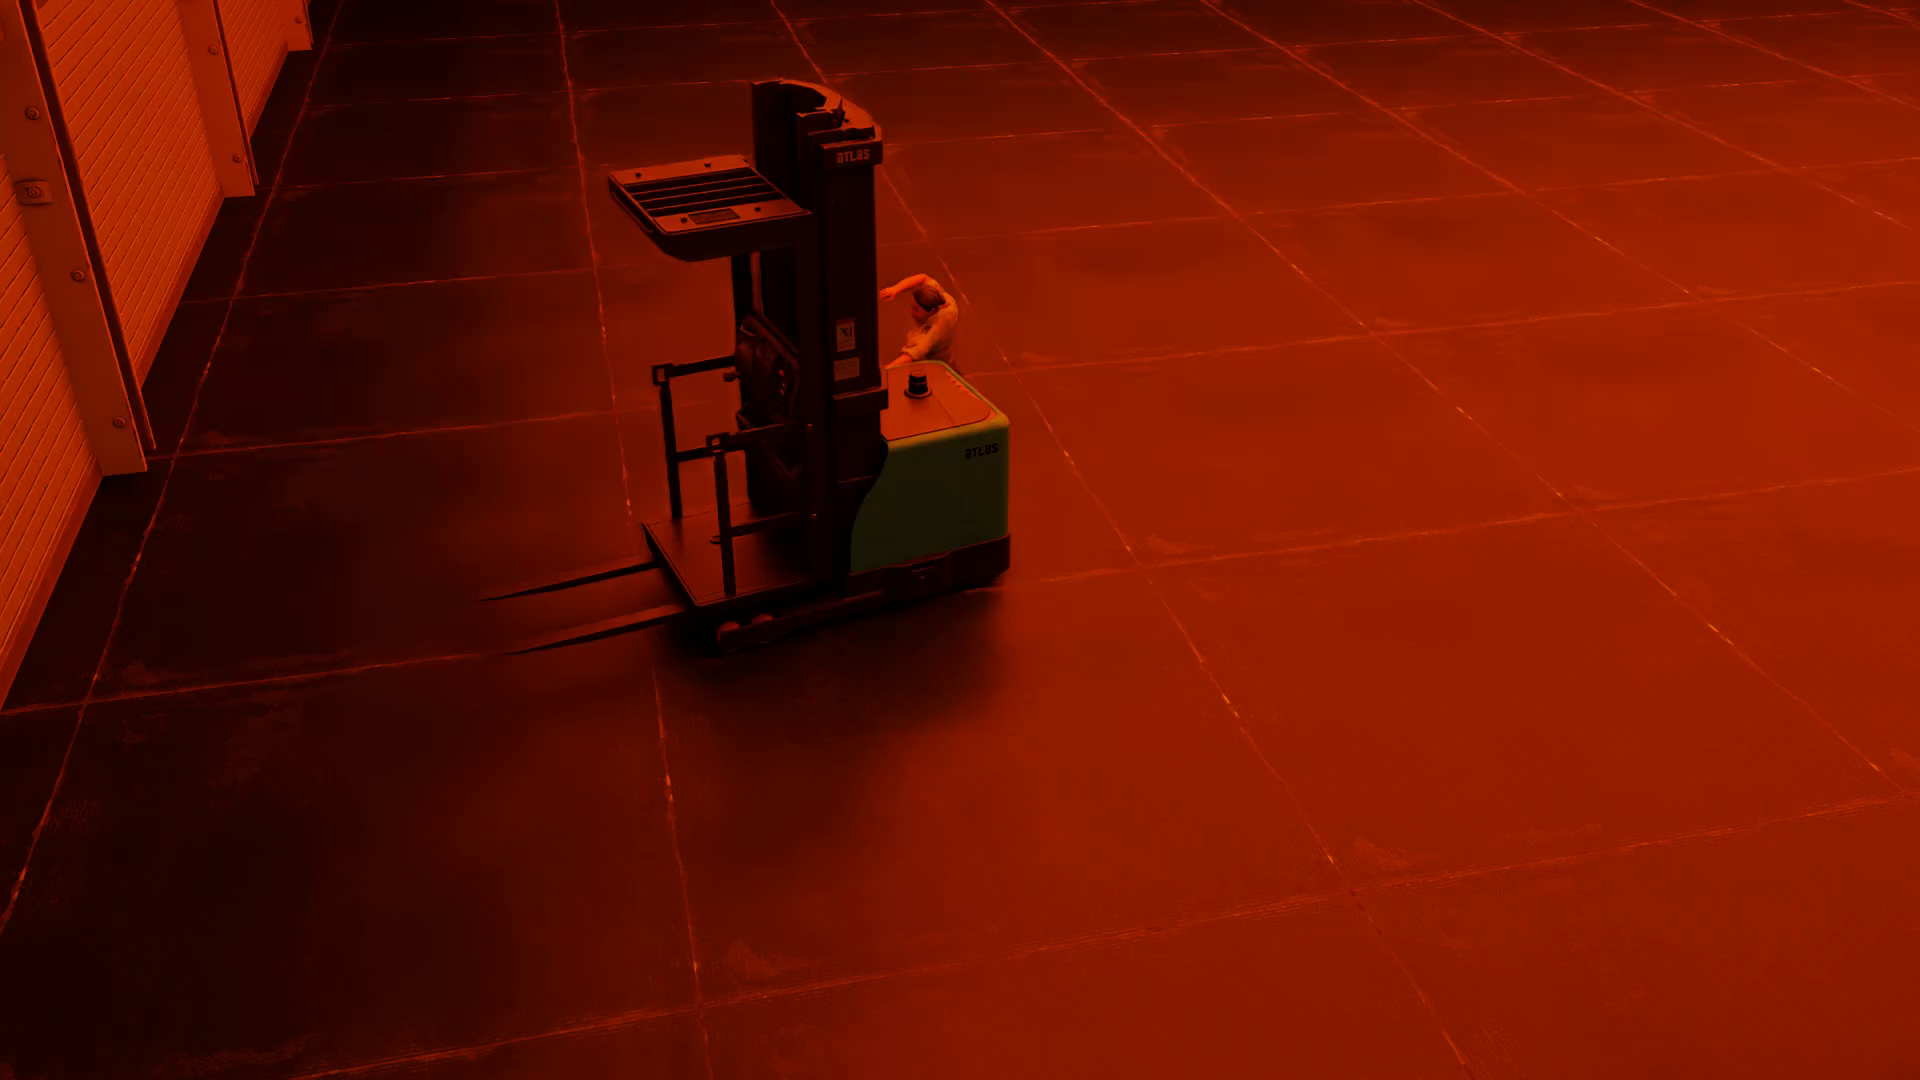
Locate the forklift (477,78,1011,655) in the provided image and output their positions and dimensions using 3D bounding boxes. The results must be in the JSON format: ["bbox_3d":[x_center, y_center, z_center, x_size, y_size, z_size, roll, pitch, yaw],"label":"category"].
[{"bbox_3d":[-1.254,-0.938,9.194,3.031,2.935,1.130,-14,33,-22],"label":"forklift"}]

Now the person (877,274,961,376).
[{"bbox_3d":[-0.421,-1.064,10.987,0.913,1.366,0.923,-14,33,-23],"label":"person"}]
